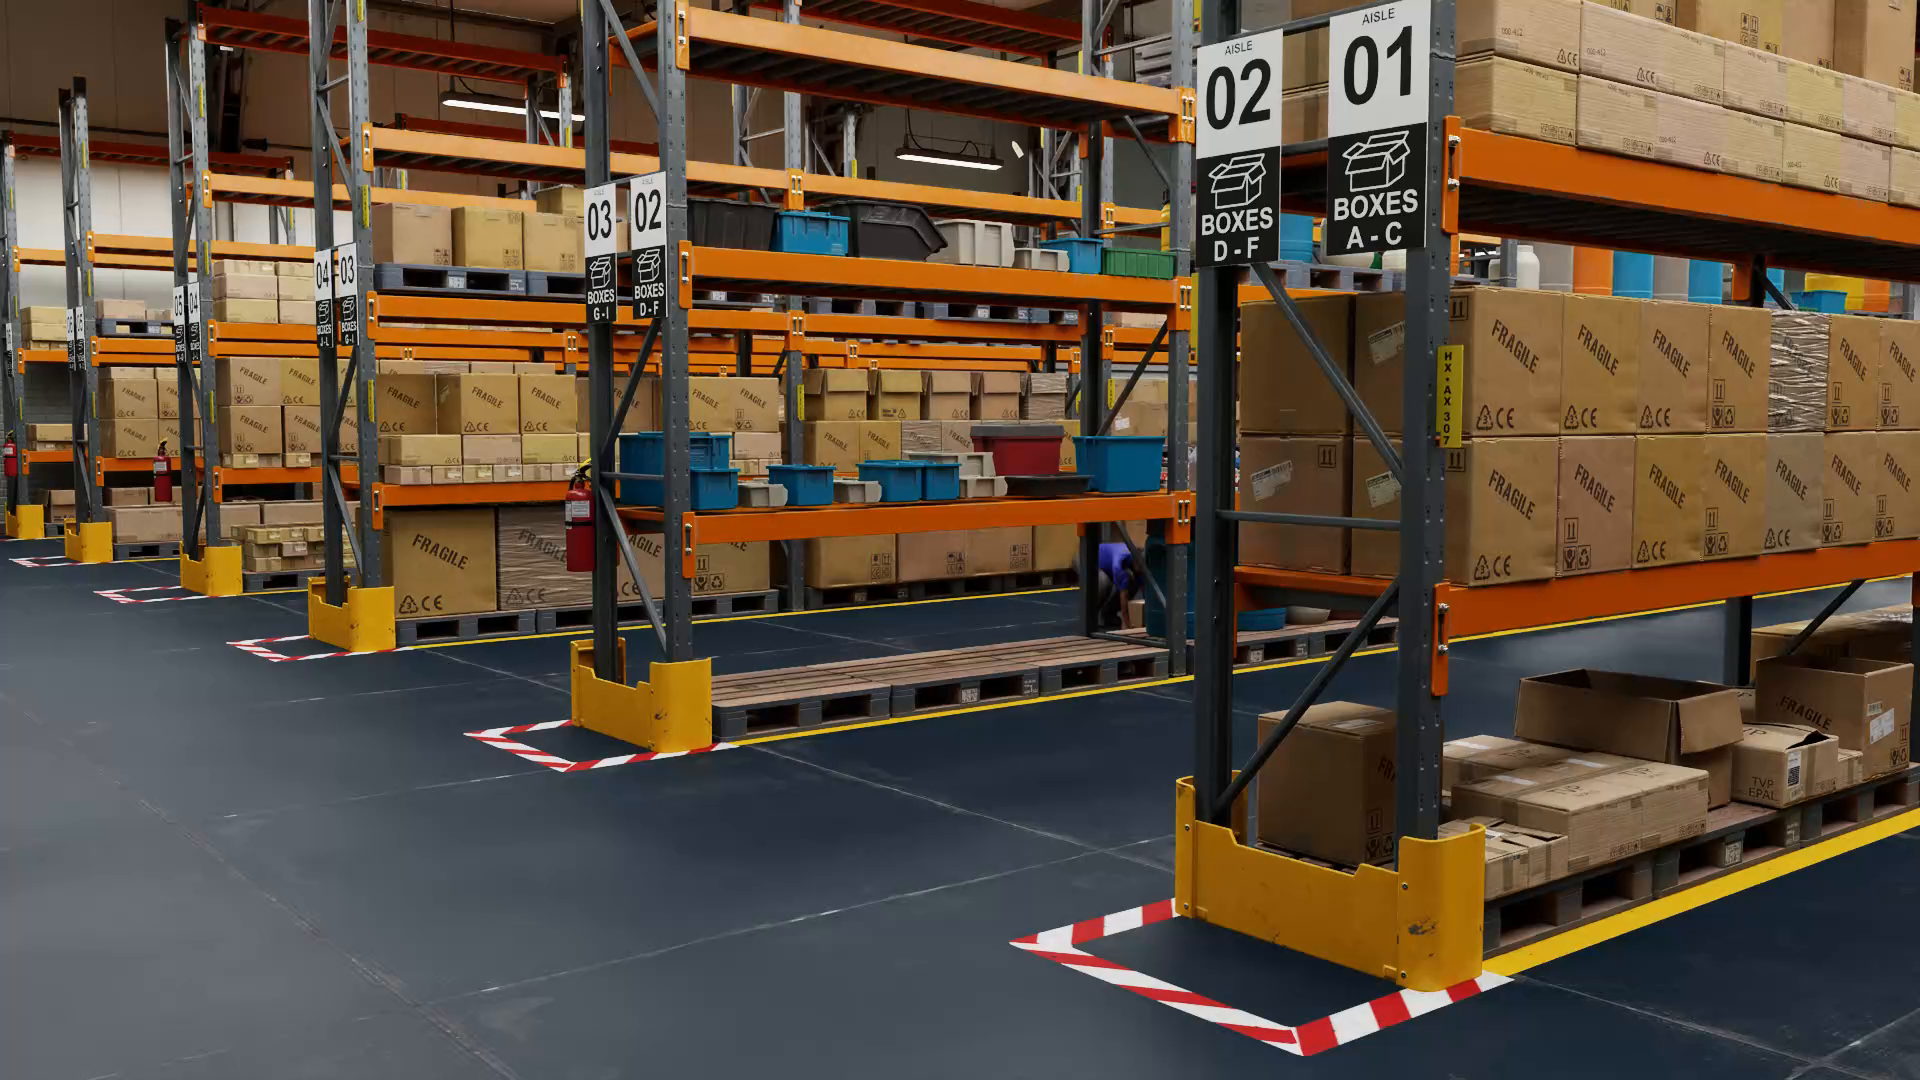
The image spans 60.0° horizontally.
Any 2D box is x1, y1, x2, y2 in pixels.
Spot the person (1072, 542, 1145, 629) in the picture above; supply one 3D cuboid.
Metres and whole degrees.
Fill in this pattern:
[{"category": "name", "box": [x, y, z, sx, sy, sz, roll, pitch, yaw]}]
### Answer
[{"category": "person", "box": [1.378, 0.402, 14.649, 0.466, 0.771, 0.873, -4, 6, -41]}]
